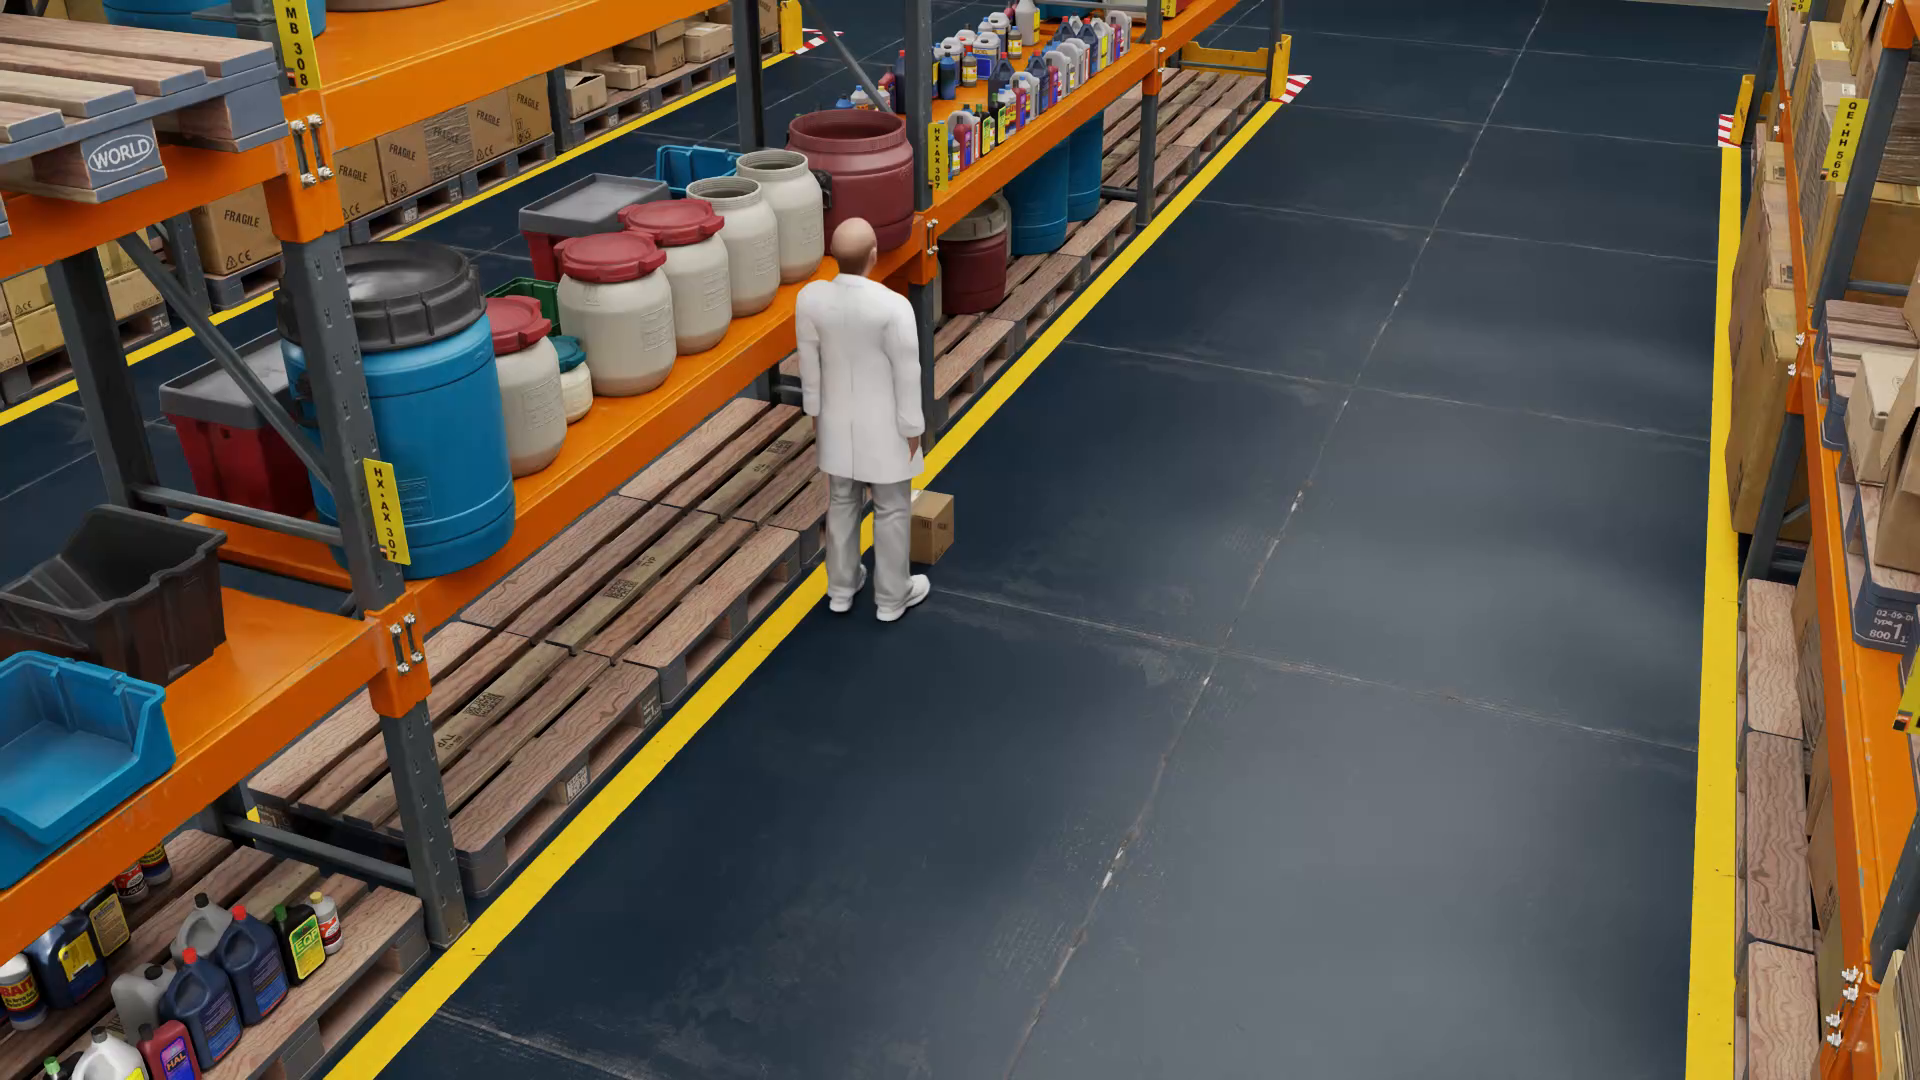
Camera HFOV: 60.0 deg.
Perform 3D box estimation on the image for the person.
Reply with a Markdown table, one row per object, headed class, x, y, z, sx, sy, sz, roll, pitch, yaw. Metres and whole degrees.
| class | x | y | z | sx | sy | sz | roll | pitch | yaw |
| --- | --- | --- | --- | --- | --- | --- | --- | --- | --- |
| person | -0.389 | -0.517 | 7.043 | 0.573 | 1.780 | 0.388 | 12 | 31 | 20 |
